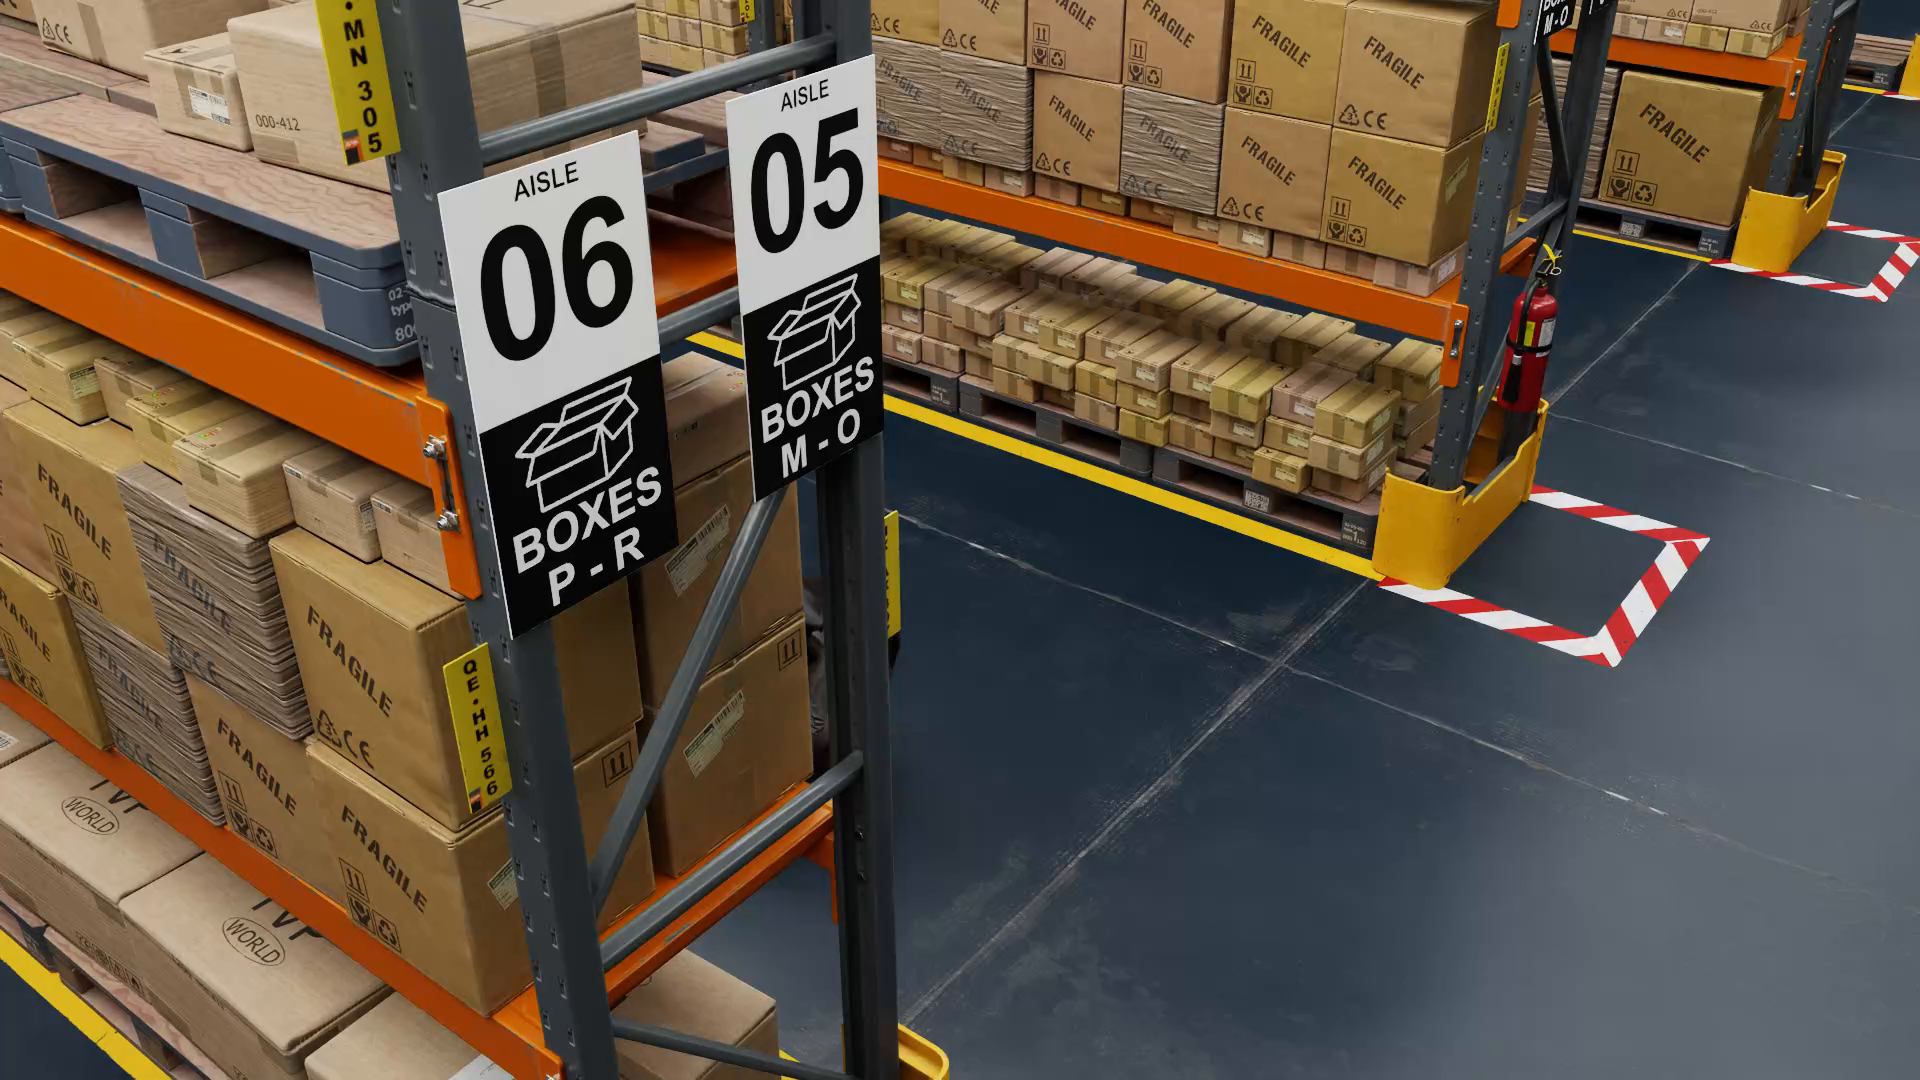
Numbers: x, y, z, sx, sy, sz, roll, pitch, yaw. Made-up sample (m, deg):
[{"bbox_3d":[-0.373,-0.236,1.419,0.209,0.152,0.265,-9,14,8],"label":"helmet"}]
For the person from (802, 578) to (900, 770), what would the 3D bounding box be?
[{"bbox_3d":[-0.582,0.499,6.064,0.531,0.966,0.874,21,37,31],"label":"person"}]
